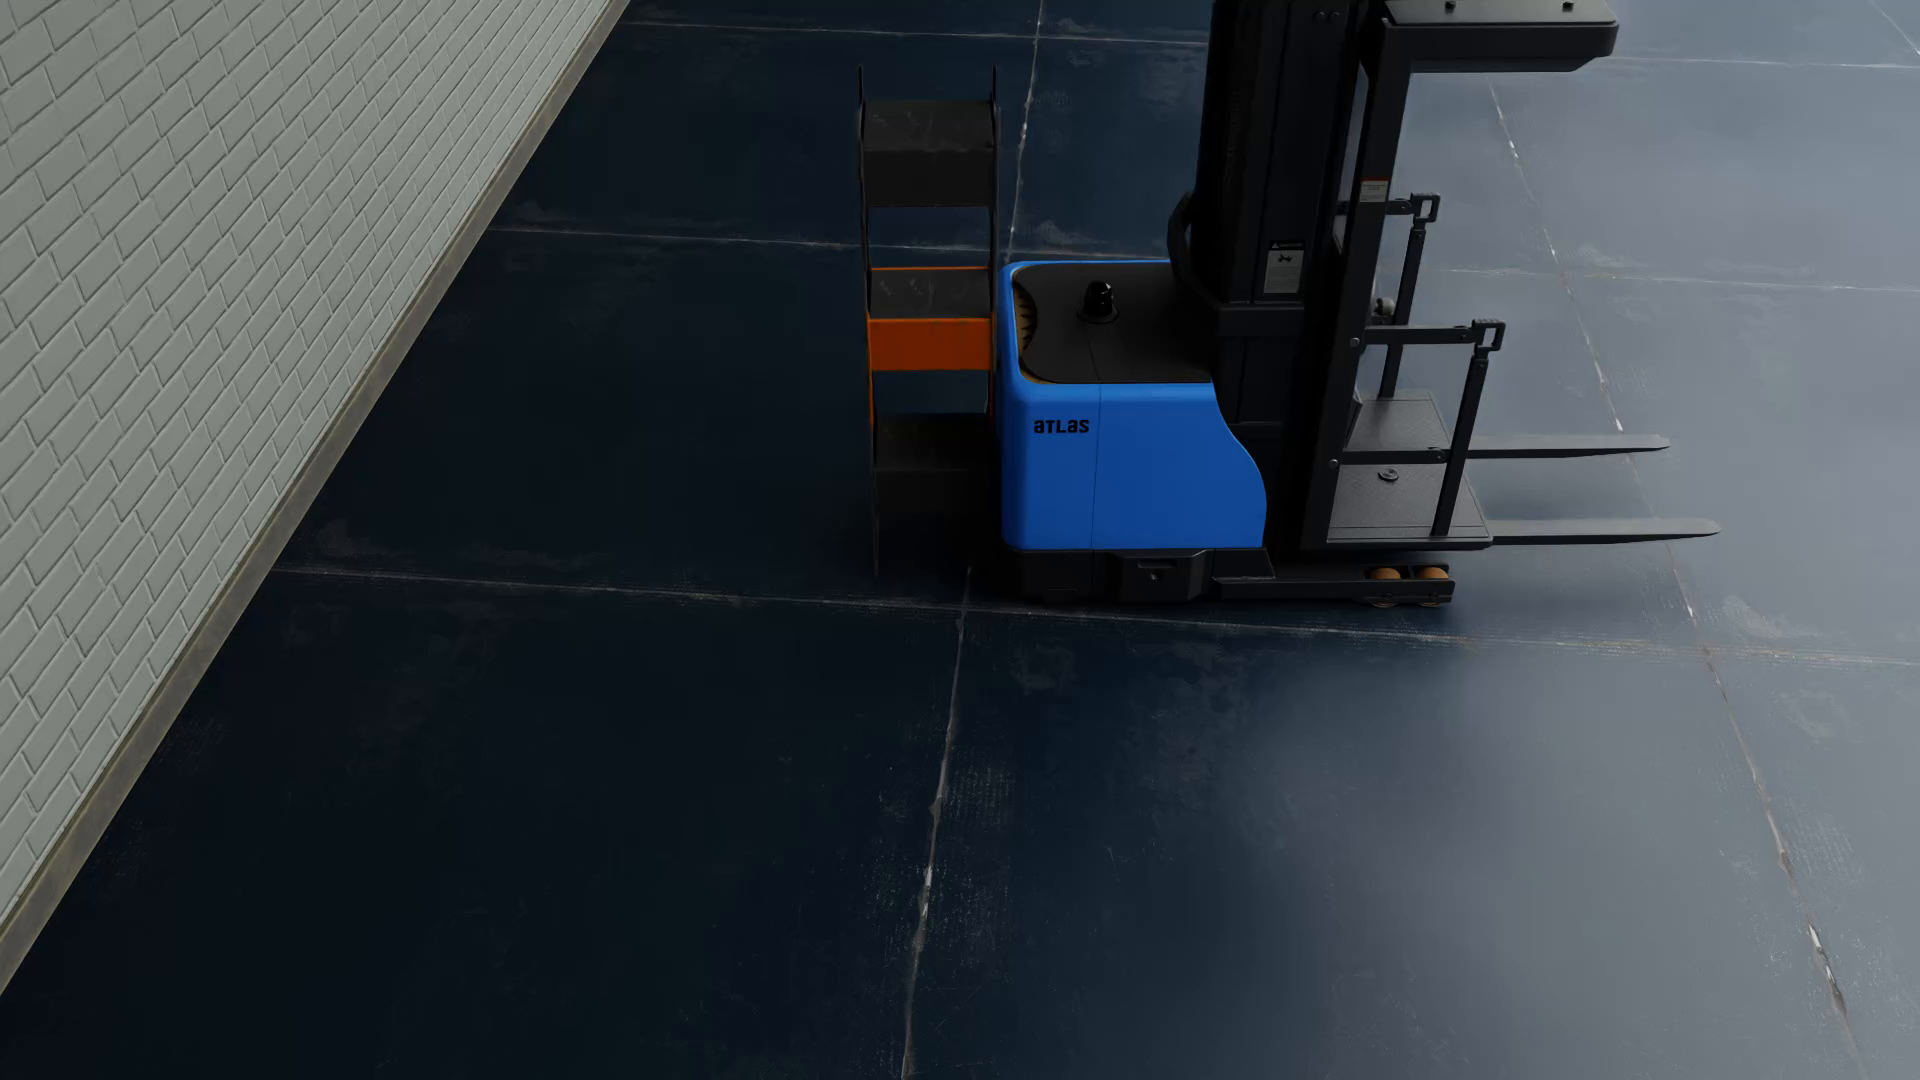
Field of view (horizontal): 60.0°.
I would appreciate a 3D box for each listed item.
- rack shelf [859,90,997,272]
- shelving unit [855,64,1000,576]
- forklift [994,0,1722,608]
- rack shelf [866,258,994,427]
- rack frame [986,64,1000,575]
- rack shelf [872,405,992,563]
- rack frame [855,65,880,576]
[{"bbox_3d":[-0.116,-1.322,6.124,0.480,0.518,0.431,-1,39,-1],"label":"rack shelf"},{"bbox_3d":[-0.116,-0.790,6.557,0.503,2.100,0.431,-1,39,-1],"label":"shelving unit"},{"bbox_3d":[1.662,-1.193,6.394,3.031,2.935,1.130,-1,39,-1],"label":"forklift"},{"bbox_3d":[-0.116,-0.779,6.566,0.480,0.518,0.431,-1,39,-1],"label":"rack shelf"},{"bbox_3d":[0.128,-0.793,6.561,0.015,2.100,0.400,-1,39,-1],"label":"rack frame"},{"bbox_3d":[-0.116,-0.236,7.008,0.480,0.518,0.431,-1,39,-1],"label":"rack shelf"},{"bbox_3d":[-0.360,-0.787,6.554,0.015,2.100,0.400,-1,39,-1],"label":"rack frame"}]
